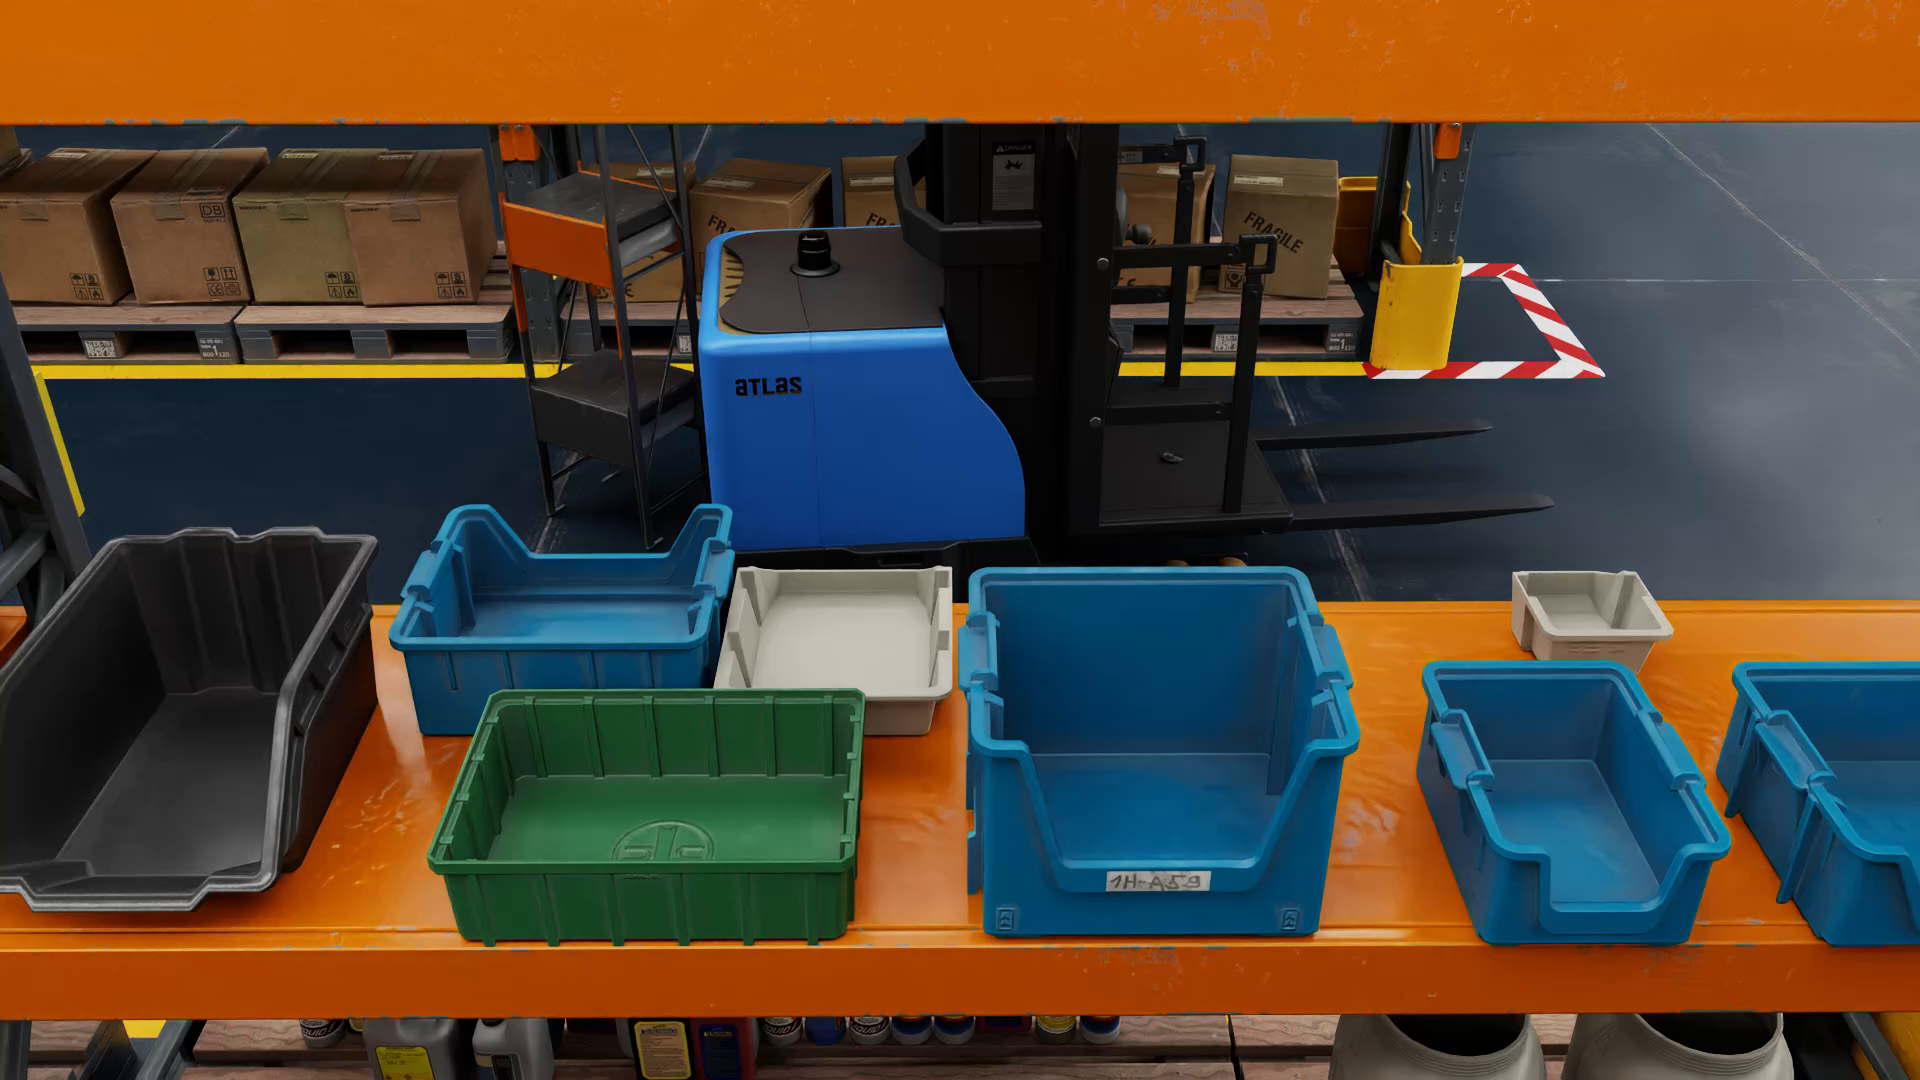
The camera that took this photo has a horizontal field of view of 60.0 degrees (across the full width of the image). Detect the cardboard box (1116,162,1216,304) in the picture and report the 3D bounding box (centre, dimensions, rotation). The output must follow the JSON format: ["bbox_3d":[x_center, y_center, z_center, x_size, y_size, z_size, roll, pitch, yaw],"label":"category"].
[{"bbox_3d":[0.892,-1.452,7.756,0.500,0.500,0.500,8,32,13],"label":"cardboard box"}]

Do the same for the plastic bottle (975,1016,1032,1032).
[{"bbox_3d":[0.103,1.024,3.866,0.133,0.283,0.061,0,31,1],"label":"plastic bottle"}]

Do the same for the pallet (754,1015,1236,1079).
[{"bbox_3d":[0.039,1.434,3.683,1.213,0.211,1.003,0,31,0],"label":"pallet"}]

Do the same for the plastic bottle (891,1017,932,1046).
[{"bbox_3d":[-0.114,1.039,3.852,0.097,0.271,0.097,0,31,0],"label":"plastic bottle"}]

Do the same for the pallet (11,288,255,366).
[{"bbox_3d":[-3.887,-1.141,7.927,1.213,0.211,1.003,0,31,0],"label":"pallet"}]

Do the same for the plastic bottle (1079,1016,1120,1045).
[{"bbox_3d":[0.329,1.038,3.854,0.097,0.271,0.097,0,31,0],"label":"plastic bottle"}]

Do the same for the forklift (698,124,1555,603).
[{"bbox_3d":[0.620,-1.285,5.542,3.031,2.935,1.130,-3,31,-5],"label":"forklift"}]

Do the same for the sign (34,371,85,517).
[{"bbox_3d":[-1.848,-0.176,3.382,0.005,0.325,0.100,0,31,0],"label":"sign"}]

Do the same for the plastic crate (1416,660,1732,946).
[{"bbox_3d":[0.996,0.435,2.785,0.408,0.251,0.499,0,31,0],"label":"plastic crate"}]

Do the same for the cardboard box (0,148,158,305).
[{"bbox_3d":[-4.094,-1.475,7.774,0.500,0.500,0.700,2,31,4],"label":"cardboard box"}]

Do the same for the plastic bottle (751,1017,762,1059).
[{"bbox_3d":[-0.536,1.052,3.825,0.135,0.276,0.152,0,31,1],"label":"plastic bottle"}]

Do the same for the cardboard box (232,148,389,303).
[{"bbox_3d":[-2.977,-1.478,7.781,0.500,0.500,0.700,0,31,-1],"label":"cardboard box"}]

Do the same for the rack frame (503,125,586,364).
[{"bbox_3d":[-1.886,-2.341,7.217,0.127,3.000,1.000,0,31,0],"label":"rack frame"}]

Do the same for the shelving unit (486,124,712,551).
[{"bbox_3d":[-1.275,-1.010,5.886,0.503,2.100,0.431,17,35,26],"label":"shelving unit"}]

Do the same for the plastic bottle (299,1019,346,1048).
[{"bbox_3d":[-1.495,1.073,3.863,0.097,0.201,0.097,0,31,0],"label":"plastic bottle"}]

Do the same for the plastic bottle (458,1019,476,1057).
[{"bbox_3d":[-1.214,1.021,3.806,0.185,0.351,0.144,-1,31,-2],"label":"plastic bottle"}]

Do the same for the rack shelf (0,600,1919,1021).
[{"bbox_3d":[0.144,0.529,3.180,4.000,0.370,1.077,0,31,0],"label":"rack shelf"}]

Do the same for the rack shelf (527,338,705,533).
[{"bbox_3d":[-1.271,-0.401,6.258,0.480,0.518,0.431,17,35,26],"label":"rack shelf"}]

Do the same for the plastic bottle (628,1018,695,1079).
[{"bbox_3d":[-0.672,1.101,3.738,0.133,0.283,0.061,0,31,0],"label":"plastic bottle"}]

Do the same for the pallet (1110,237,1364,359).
[{"bbox_3d":[1.226,-1.177,7.987,1.213,0.211,1.003,0,31,0],"label":"pallet"}]

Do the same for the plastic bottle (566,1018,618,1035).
[{"bbox_3d":[-0.859,1.027,3.861,0.133,0.283,0.061,2,31,3],"label":"plastic bottle"}]

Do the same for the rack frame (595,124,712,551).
[{"bbox_3d":[-1.065,-0.946,5.779,0.015,2.100,0.400,17,35,26],"label":"rack frame"}]

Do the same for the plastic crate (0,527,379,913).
[{"bbox_3d":[-1.332,0.319,2.893,0.504,0.338,0.767,0,31,0],"label":"plastic crate"}]

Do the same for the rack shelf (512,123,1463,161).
[{"bbox_3d":[0.114,-2.040,7.414,4.000,0.370,1.077,0,31,0],"label":"rack shelf"}]

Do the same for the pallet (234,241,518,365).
[{"bbox_3d":[-2.664,-1.146,7.935,1.213,0.211,1.003,0,31,0],"label":"pallet"}]

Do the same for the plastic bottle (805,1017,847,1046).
[{"bbox_3d":[-0.316,1.040,3.851,0.097,0.271,0.097,0,31,0],"label":"plastic bottle"}]

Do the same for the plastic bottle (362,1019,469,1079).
[{"bbox_3d":[-1.213,1.095,3.682,0.185,0.351,0.144,0,31,0],"label":"plastic bottle"}]

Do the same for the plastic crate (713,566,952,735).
[{"bbox_3d":[-0.234,0.204,3.276,0.437,0.136,0.530,0,31,0],"label":"plastic crate"}]

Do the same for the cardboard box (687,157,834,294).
[{"bbox_3d":[-0.913,-1.439,7.734,0.500,0.500,0.500,10,33,15],"label":"cardboard box"}]

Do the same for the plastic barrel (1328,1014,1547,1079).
[{"bbox_3d":[0.985,1.143,3.469,0.421,0.512,0.421,0,31,0],"label":"plastic barrel"}]

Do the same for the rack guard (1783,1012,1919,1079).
[{"bbox_3d":[2.068,1.308,3.611,0.348,0.500,1.175,0,31,0],"label":"rack guard"}]

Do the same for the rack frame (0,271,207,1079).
[{"bbox_3d":[-1.856,0.228,2.983,0.127,3.000,1.000,0,31,0],"label":"rack frame"}]

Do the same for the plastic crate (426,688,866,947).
[{"bbox_3d":[-0.497,0.460,2.804,0.662,0.188,0.450,0,31,0],"label":"plastic crate"}]

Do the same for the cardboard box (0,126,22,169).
[{"bbox_3d":[-4.686,-1.794,7.577,0.500,0.250,0.500,3,31,5],"label":"cardboard box"}]
